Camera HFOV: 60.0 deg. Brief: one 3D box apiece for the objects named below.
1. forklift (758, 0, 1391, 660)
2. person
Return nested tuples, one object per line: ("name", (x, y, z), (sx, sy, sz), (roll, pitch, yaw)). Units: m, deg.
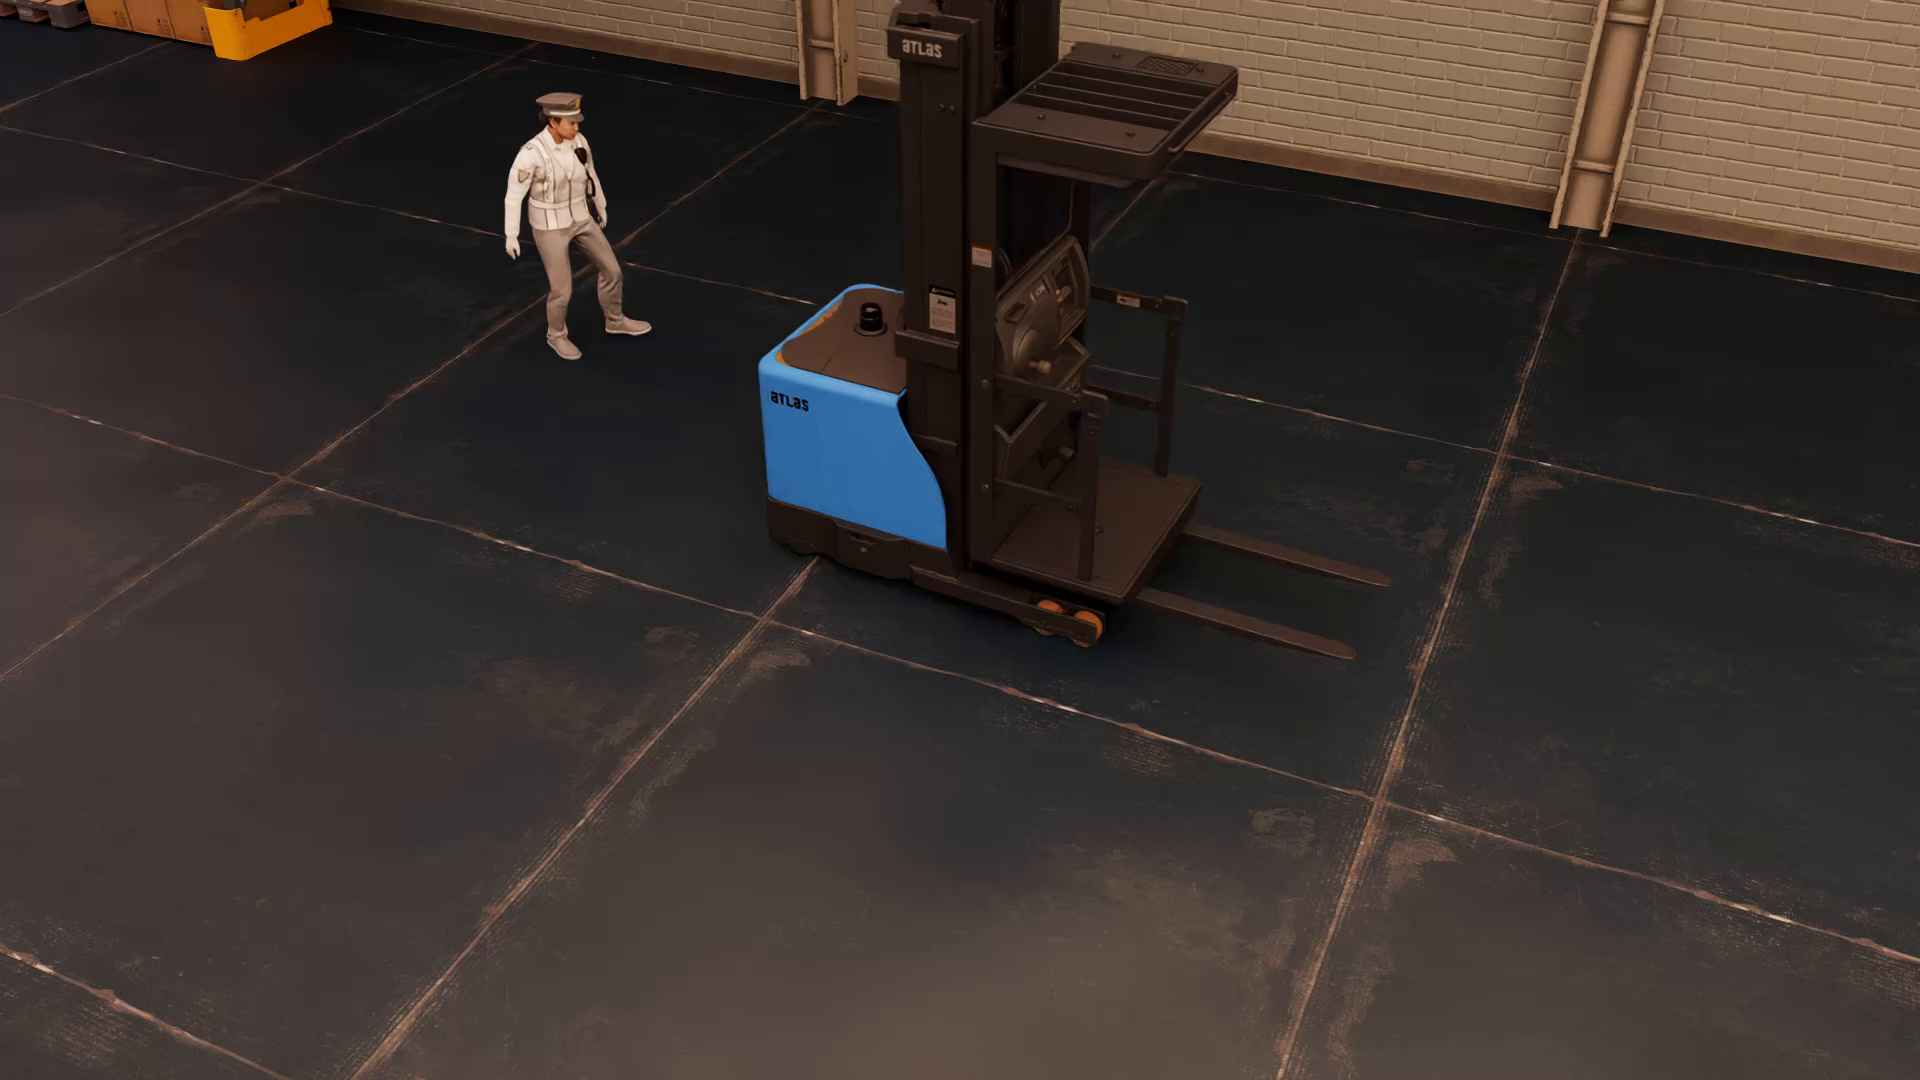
("forklift", (0.563, -1.041, 7.546), (3.031, 2.935, 1.130), (16, 39, 21))
("person", (-2.304, -1.862, 9.827), (0.394, 1.637, 0.795), (28, 44, 33))
